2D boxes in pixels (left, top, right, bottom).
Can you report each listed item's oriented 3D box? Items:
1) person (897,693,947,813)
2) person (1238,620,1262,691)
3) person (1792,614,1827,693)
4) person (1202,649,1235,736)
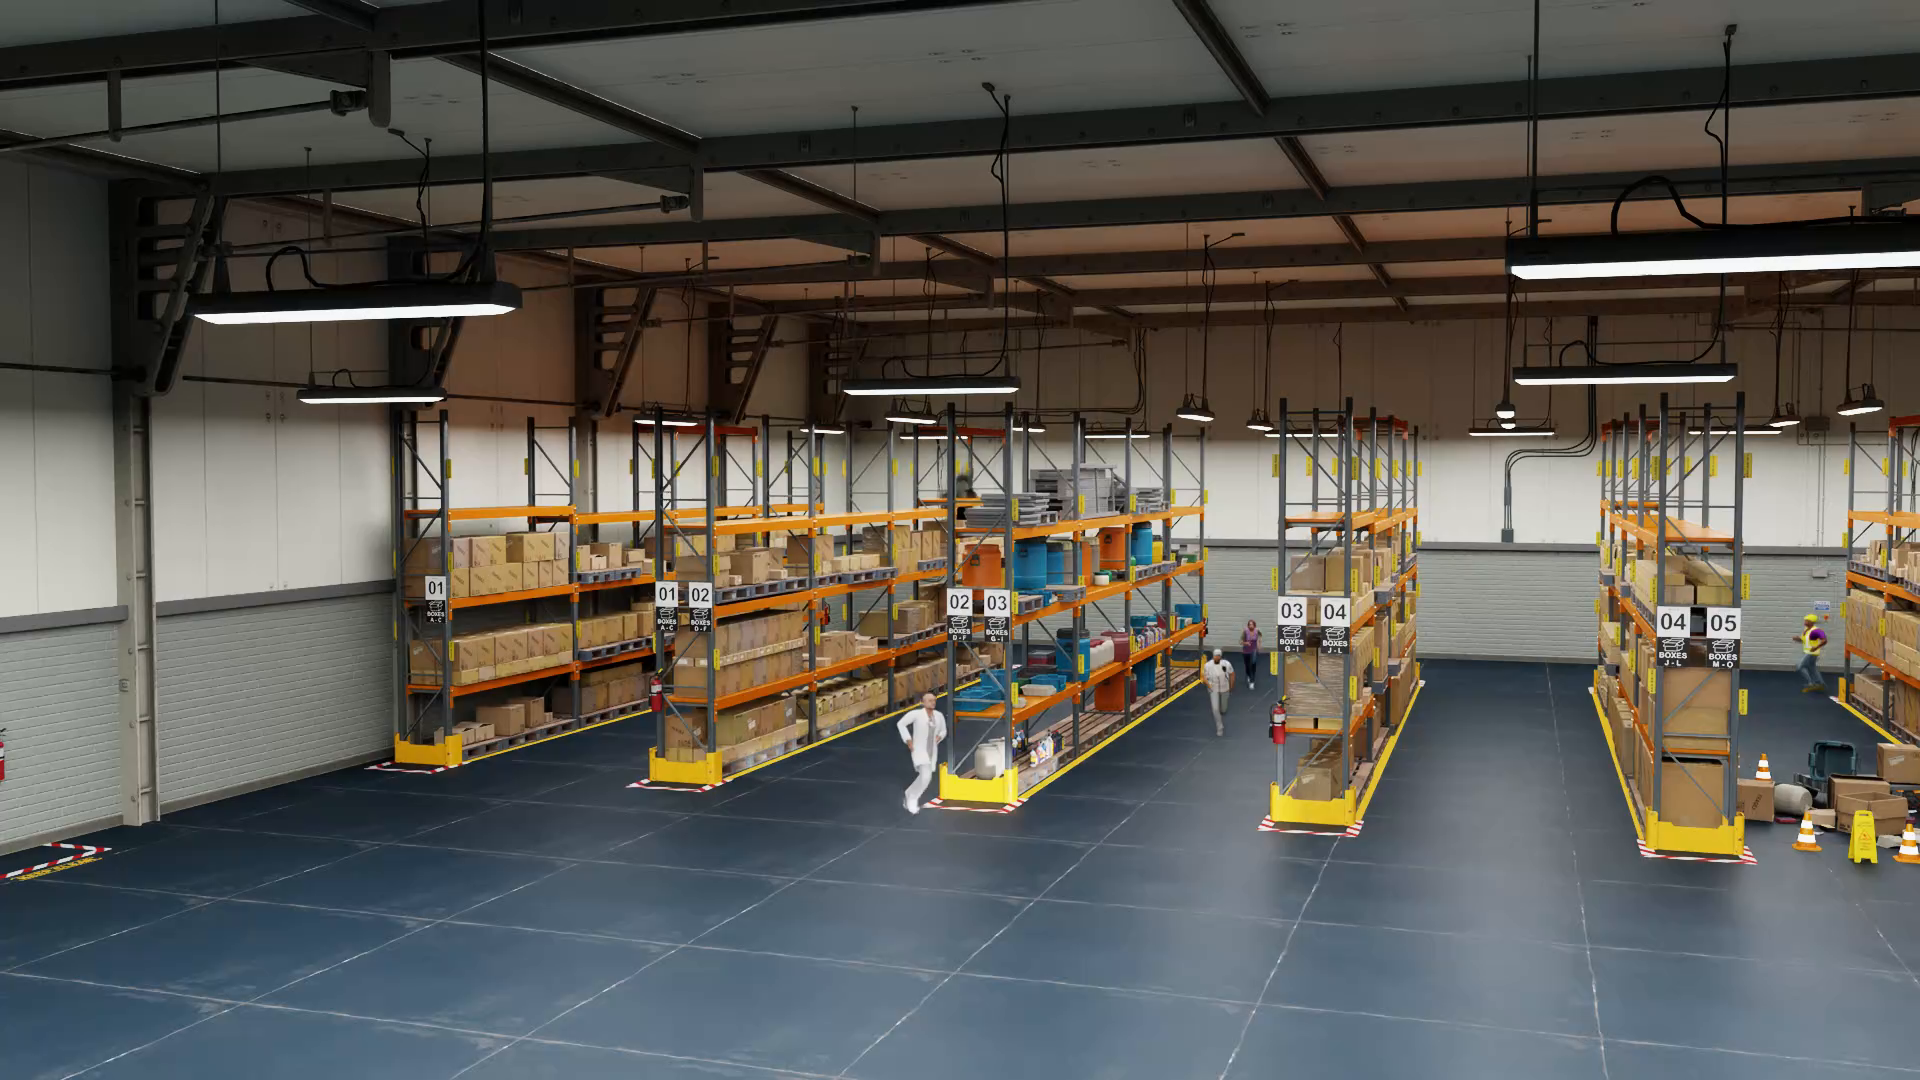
[{"bbox_3d":[-0.508,3.086,24.147,0.677,1.727,0.698,-2,3,-36],"label":"person"},{"bbox_3d":[6.624,2.595,37.968,0.539,1.591,0.943,0,2,9],"label":"person"},{"bbox_3d":[18.940,2.552,37.038,0.713,1.803,0.698,1,3,17],"label":"person"},{"bbox_3d":[4.894,2.869,31.520,0.621,1.651,0.761,0,2,5],"label":"person"}]
